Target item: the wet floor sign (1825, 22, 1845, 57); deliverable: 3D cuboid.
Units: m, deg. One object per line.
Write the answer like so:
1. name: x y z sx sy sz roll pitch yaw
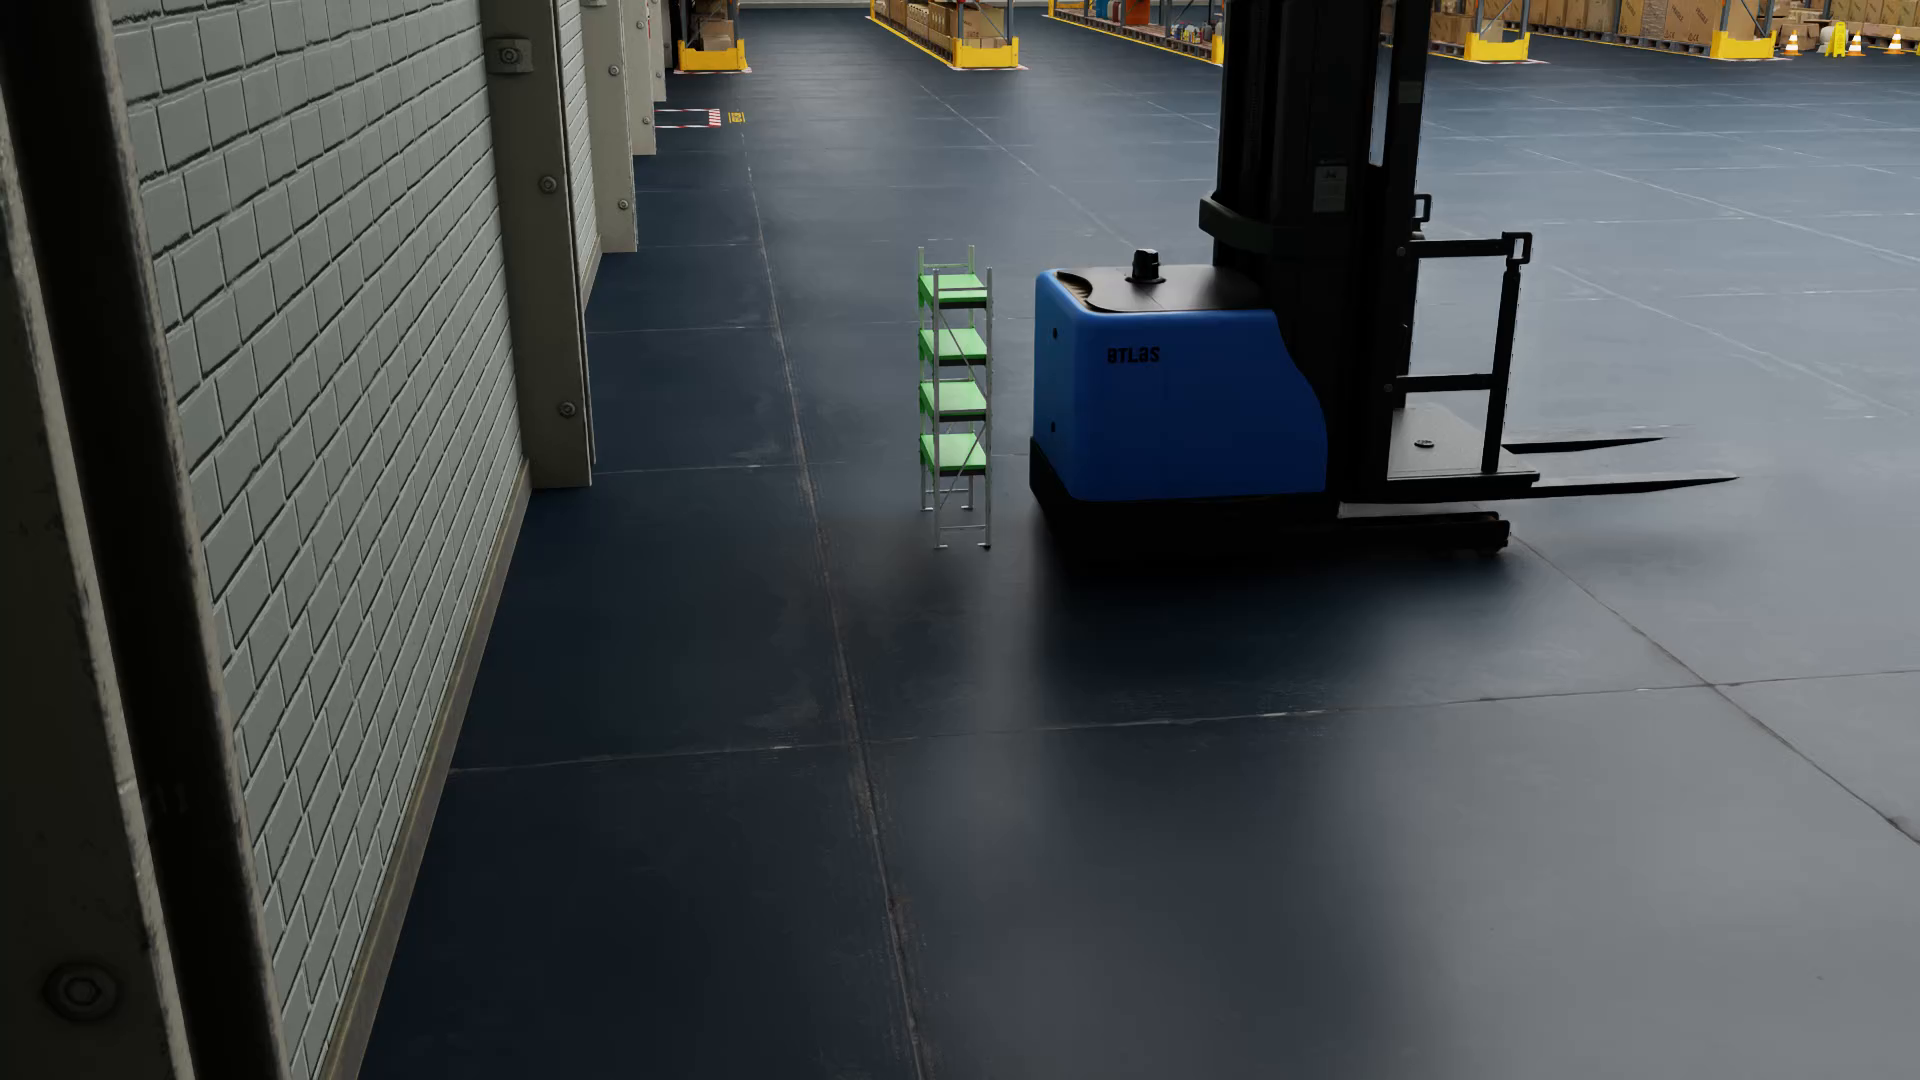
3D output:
1. wet floor sign: 17.152 -9.785 32.492 0.267 0.644 0.232 -7 21 -17

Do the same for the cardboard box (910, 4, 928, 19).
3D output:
1. cardboard box: -0.822 -11.648 36.644 0.500 0.311 0.500 -3 21 -9

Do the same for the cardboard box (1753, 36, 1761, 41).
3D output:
1. cardboard box: 16.682 -10.400 34.681 0.396 0.266 0.258 1 20 2

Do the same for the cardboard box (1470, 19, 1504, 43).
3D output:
1. cardboard box: 10.192 -9.826 32.209 0.500 0.500 0.500 1 20 2

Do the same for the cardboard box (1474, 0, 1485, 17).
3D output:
1. cardboard box: 13.381 -13.526 42.117 0.500 0.500 0.500 -2 21 -5

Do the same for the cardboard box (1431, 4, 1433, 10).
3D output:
1. cardboard box: 12.945 -14.385 44.917 0.380 0.149 0.250 -3 21 -7

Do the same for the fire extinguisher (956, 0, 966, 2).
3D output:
1. fire extinguisher: 0.020 -9.984 29.771 0.296 0.674 0.183 -3 21 -8

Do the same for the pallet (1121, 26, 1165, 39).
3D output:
1. pallet: 4.284 -11.526 37.775 1.003 0.211 1.213 -3 21 -8

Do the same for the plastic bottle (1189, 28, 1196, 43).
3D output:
1. plastic bottle: 4.637 -10.014 33.004 0.152 0.276 0.135 -3 21 -9

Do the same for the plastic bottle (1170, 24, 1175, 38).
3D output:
1. plastic bottle: 4.400 -10.513 34.349 0.097 0.271 0.097 0 20 0

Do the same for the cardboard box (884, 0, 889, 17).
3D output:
1. cardboard box: -1.630 -13.457 41.904 0.500 0.500 0.500 -3 21 -8

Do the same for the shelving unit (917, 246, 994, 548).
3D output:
1. shelving unit: -0.024 -0.619 7.160 0.258 1.200 0.503 -3 21 -8

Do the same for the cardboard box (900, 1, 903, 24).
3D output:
1. cardboard box: -1.132 -12.381 39.021 0.500 0.500 0.500 -4 21 -10

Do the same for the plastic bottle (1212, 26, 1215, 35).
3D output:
1. plastic bottle: 5.142 -10.251 33.628 0.061 0.283 0.133 -3 21 -8

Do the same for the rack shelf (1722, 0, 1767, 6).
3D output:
1. rack shelf: 14.900 -11.153 33.820 1.077 0.370 4.000 -3 21 -8

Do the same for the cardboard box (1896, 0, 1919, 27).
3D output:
1. cardboard box: 19.620 -10.787 34.069 0.500 0.500 0.500 -2 21 -6

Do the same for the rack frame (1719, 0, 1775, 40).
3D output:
1. rack frame: 15.188 -10.798 31.840 1.000 3.000 0.127 -3 21 -8

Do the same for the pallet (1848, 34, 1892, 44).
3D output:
1. pallet: 19.627 -10.930 36.180 1.003 0.211 1.213 -3 21 -8

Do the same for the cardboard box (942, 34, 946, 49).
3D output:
1. cardboard box: -0.065 -9.509 31.719 0.500 0.250 0.500 -3 21 -8

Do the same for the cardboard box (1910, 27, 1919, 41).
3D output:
1. cardboard box: 19.686 -10.266 33.745 0.500 0.250 0.500 -3 21 -8

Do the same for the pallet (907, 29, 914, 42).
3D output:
1. pallet: -0.611 -11.261 37.065 1.003 0.211 1.213 -3 21 -8

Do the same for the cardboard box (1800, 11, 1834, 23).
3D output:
1. cardboard box: 19.417 -11.615 37.182 0.950 0.372 0.625 -3 21 -7

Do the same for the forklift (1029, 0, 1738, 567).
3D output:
1. forklift: 1.881 -1.480 6.990 3.031 2.935 1.130 -3 21 -8

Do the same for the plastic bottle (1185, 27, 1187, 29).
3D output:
1. plastic bottle: 4.579 -10.231 33.593 0.097 0.271 0.097 0 20 0

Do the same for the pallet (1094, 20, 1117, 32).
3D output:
1. pallet: 3.884 -12.489 40.352 1.003 0.211 1.213 -3 21 -8

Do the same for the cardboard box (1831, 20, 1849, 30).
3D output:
1. cardboard box: 19.313 -11.158 36.134 0.500 0.250 0.500 -4 21 -10

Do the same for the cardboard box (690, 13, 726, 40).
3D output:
1. cardboard box: -5.138 -10.507 34.005 0.700 0.500 0.500 -2 21 -6

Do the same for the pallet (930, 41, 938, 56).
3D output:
1. pallet: -0.041 -9.886 33.382 1.003 0.211 1.213 -3 21 -8

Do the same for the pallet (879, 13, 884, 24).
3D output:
1. pallet: -1.545 -13.594 43.312 1.003 0.211 1.213 -3 21 -8

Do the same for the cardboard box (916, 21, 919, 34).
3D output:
1. cardboard box: -0.678 -11.036 35.805 0.500 0.250 0.500 -2 21 -7

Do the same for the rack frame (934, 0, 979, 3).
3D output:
1. rack frame: -0.114 -11.469 33.637 1.000 3.000 0.127 -3 21 -8

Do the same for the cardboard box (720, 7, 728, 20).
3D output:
1. cardboard box: -5.437 -11.392 36.373 0.700 0.500 0.500 -3 21 -7

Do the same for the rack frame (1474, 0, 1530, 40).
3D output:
1. rack frame: 10.266 -10.583 31.264 1.000 3.000 0.127 -3 21 -8

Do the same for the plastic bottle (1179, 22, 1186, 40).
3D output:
1. plastic bottle: 4.521 -10.317 33.710 0.144 0.351 0.185 -4 21 -10

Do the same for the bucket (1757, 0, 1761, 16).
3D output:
1. bucket: 16.913 -11.431 36.040 0.726 0.611 0.620 4 11 11

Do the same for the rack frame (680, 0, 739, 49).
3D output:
1. rack frame: -4.439 -9.833 29.257 1.000 3.000 0.127 -3 21 -8

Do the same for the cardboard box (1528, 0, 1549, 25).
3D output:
1. cardboard box: 14.034 -12.495 38.999 1.050 0.750 0.750 -3 21 -8

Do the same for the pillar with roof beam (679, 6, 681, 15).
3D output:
1. pillar with roof beam: -3.731 -19.292 46.007 9.100 9.000 0.400 -3 21 -8

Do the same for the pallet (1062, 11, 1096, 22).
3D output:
1. pallet: 3.311 -13.857 44.017 1.003 0.211 1.213 -3 21 -8

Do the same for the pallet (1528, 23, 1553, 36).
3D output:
1. pallet: 14.074 -11.985 39.003 1.003 0.211 1.213 -3 21 -8

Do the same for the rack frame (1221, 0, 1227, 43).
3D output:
1. rack frame: 5.364 -10.333 30.595 1.000 3.000 0.127 -3 21 -8

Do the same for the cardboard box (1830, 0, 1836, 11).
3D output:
1. cardboard box: 23.187 -14.152 43.792 0.500 0.500 0.500 -3 21 -8

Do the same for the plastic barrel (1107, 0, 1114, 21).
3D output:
1. plastic barrel: 3.791 -12.885 40.382 0.421 0.512 0.421 0 20 0

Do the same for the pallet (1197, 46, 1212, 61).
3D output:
1. pallet: 5.195 -9.332 31.901 1.003 0.211 1.213 -3 21 -8

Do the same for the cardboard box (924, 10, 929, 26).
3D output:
1. cardboard box: -0.456 -10.766 34.284 0.500 0.311 0.500 -3 21 -8

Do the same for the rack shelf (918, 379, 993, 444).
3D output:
1. rack shelf: -0.024 -0.560 7.182 0.258 0.148 0.480 -3 21 -8

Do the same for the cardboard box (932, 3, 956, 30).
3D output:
1. cardboard box: -0.278 -10.380 32.979 0.500 0.500 0.500 -3 21 -8

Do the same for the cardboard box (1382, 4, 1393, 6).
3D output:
1. cardboard box: 9.410 -11.769 37.385 0.700 0.500 0.500 -1 21 -3

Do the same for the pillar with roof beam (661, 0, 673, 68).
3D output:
1. pillar with roof beam: -1.136 -13.060 29.321 9.100 9.000 0.400 -3 21 -8
